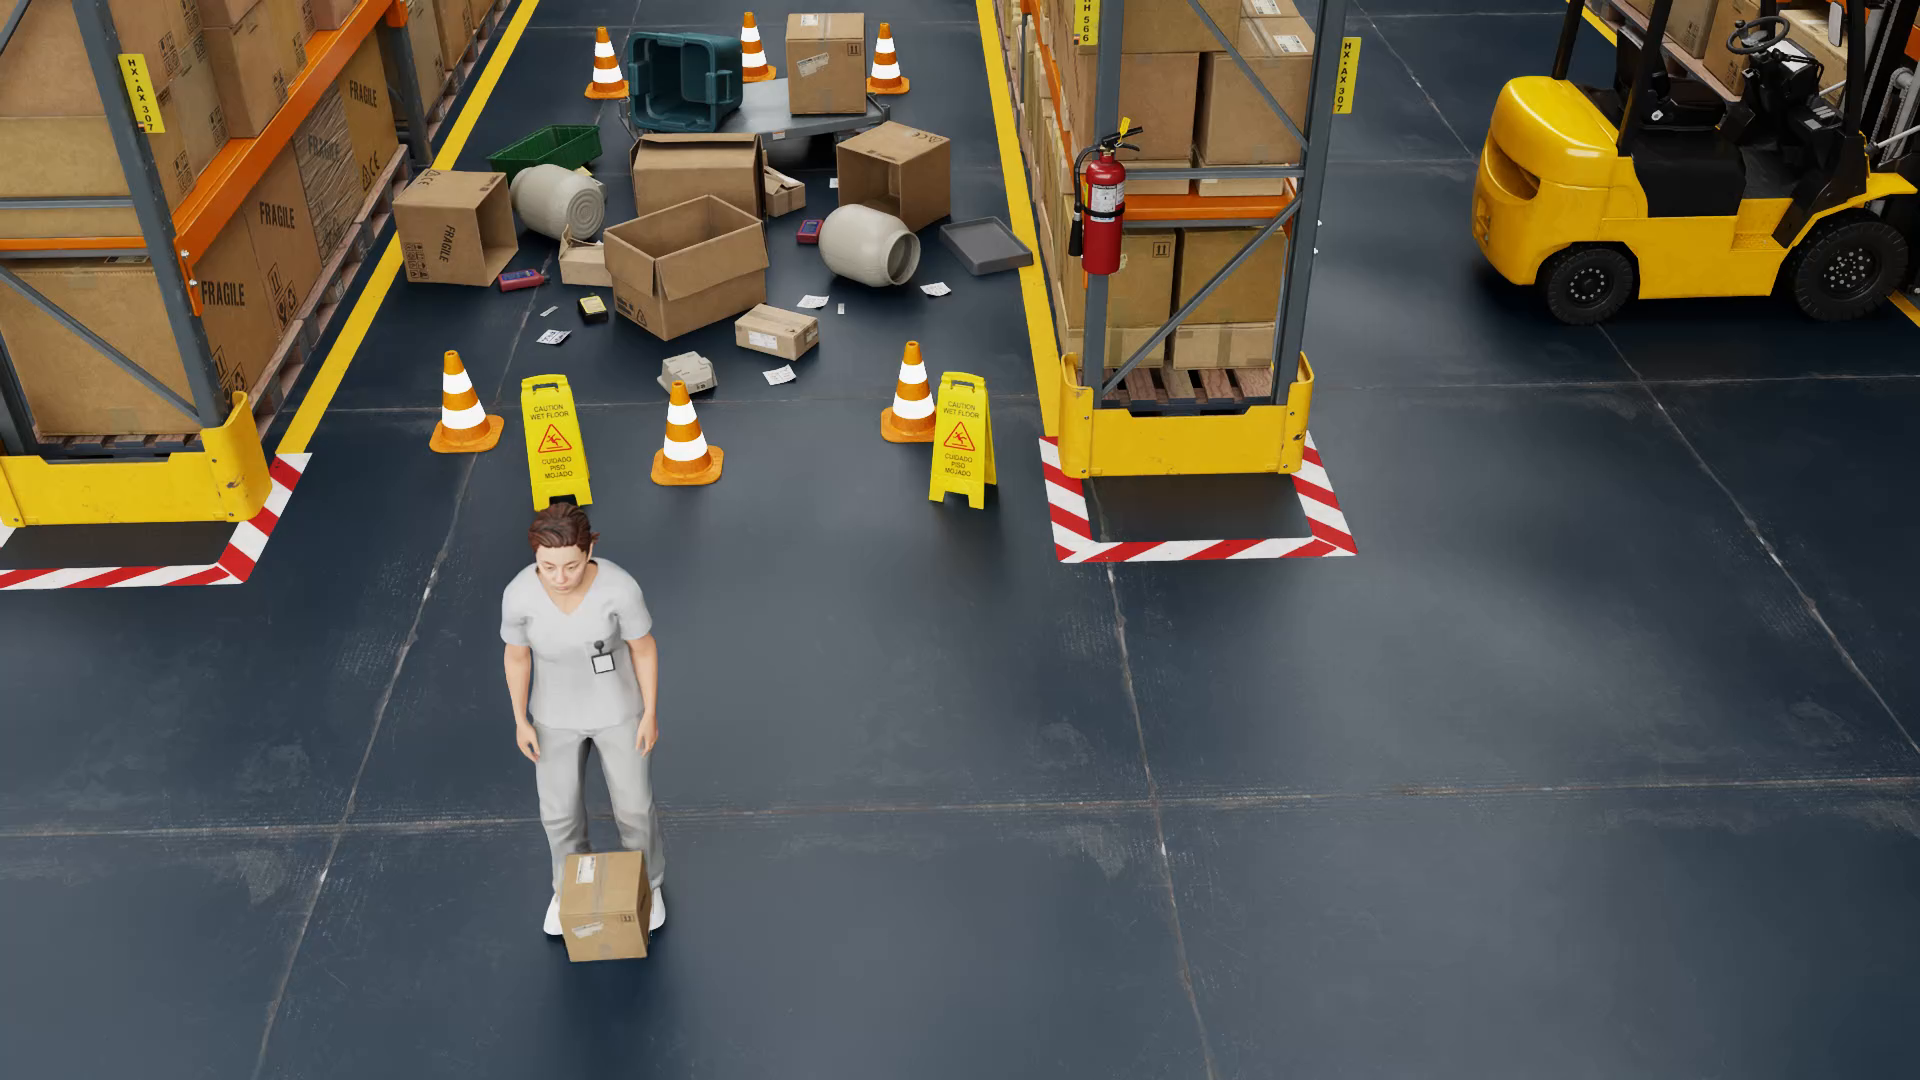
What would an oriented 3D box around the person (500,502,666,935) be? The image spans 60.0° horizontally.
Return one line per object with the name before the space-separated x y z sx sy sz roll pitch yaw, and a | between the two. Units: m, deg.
person | -1.194 0.573 5.339 0.483 1.674 0.362 -3 35 -4
